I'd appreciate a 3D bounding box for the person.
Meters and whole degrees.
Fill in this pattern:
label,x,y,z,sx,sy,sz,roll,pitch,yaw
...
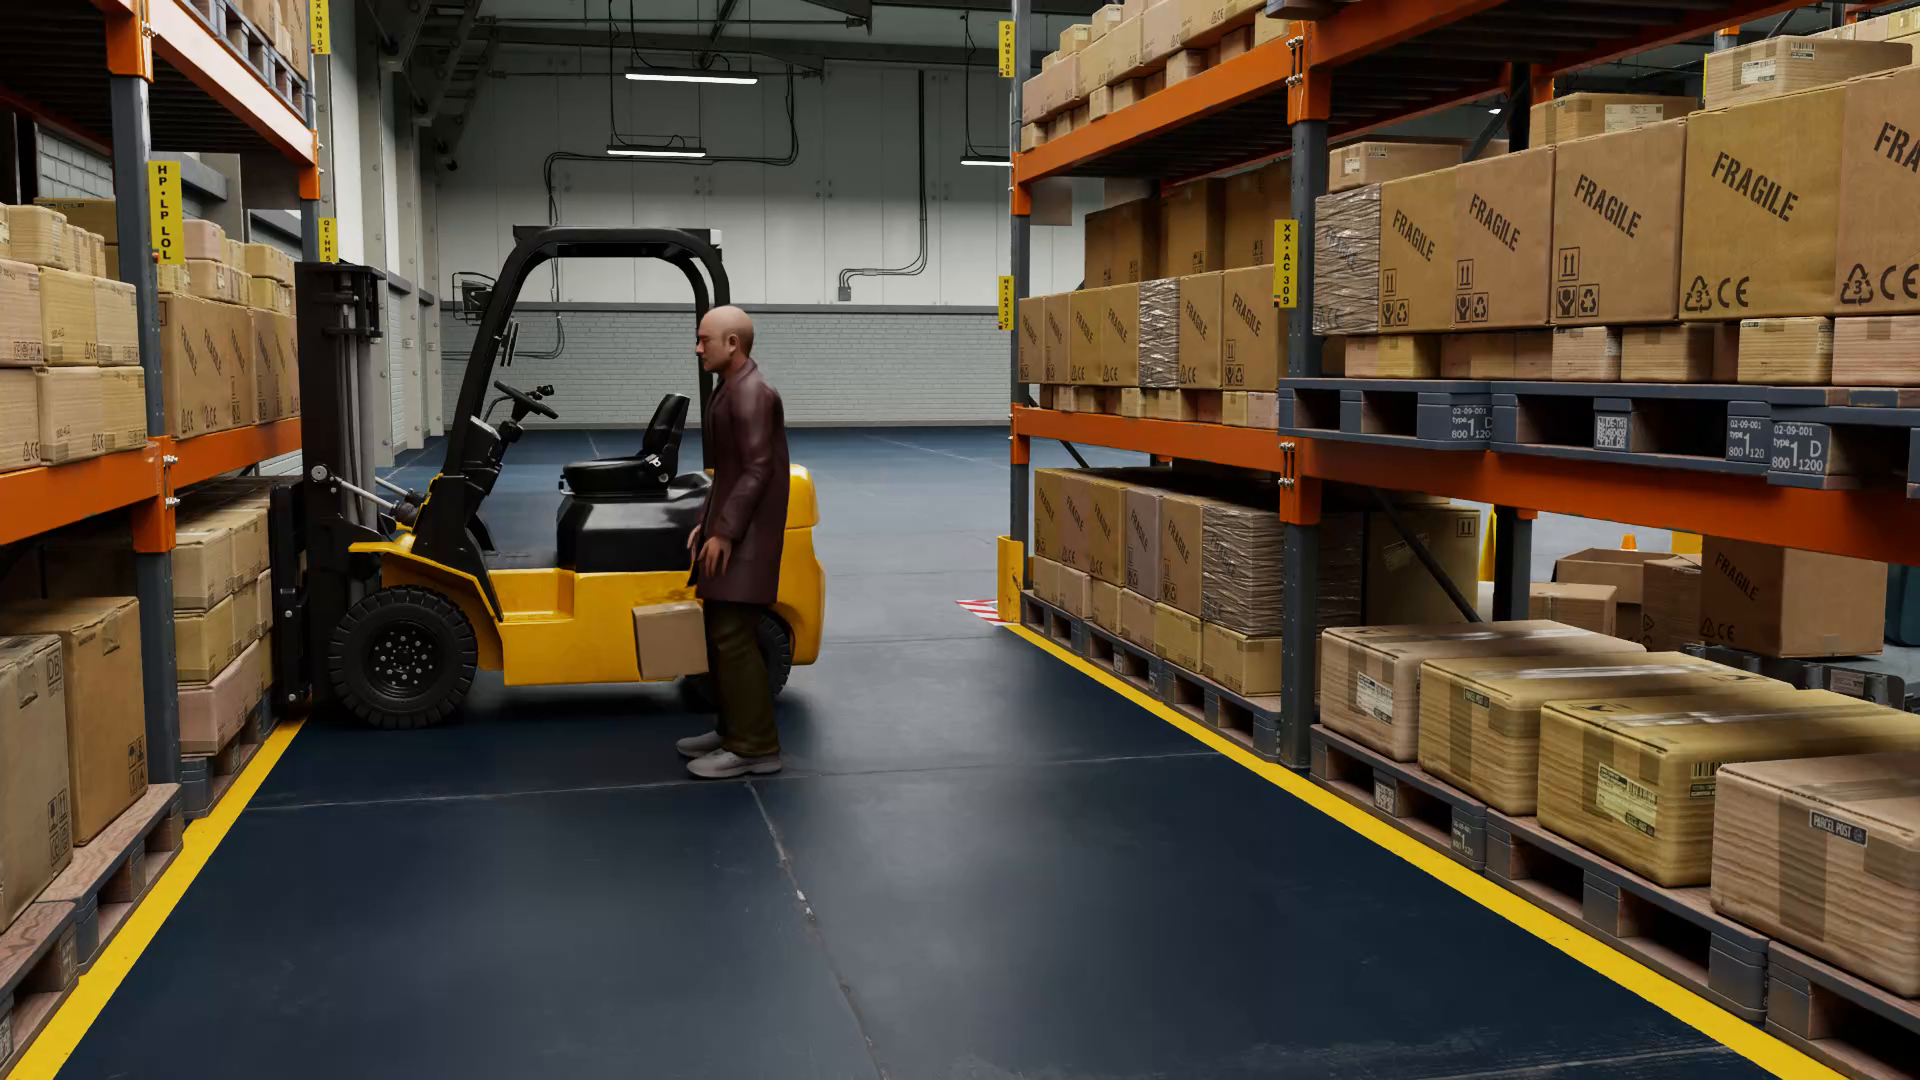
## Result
label,x,y,z,sx,sy,sz,roll,pitch,yaw
person,-0.868,-0.001,6.377,0.424,1.777,0.591,-2,6,-15
